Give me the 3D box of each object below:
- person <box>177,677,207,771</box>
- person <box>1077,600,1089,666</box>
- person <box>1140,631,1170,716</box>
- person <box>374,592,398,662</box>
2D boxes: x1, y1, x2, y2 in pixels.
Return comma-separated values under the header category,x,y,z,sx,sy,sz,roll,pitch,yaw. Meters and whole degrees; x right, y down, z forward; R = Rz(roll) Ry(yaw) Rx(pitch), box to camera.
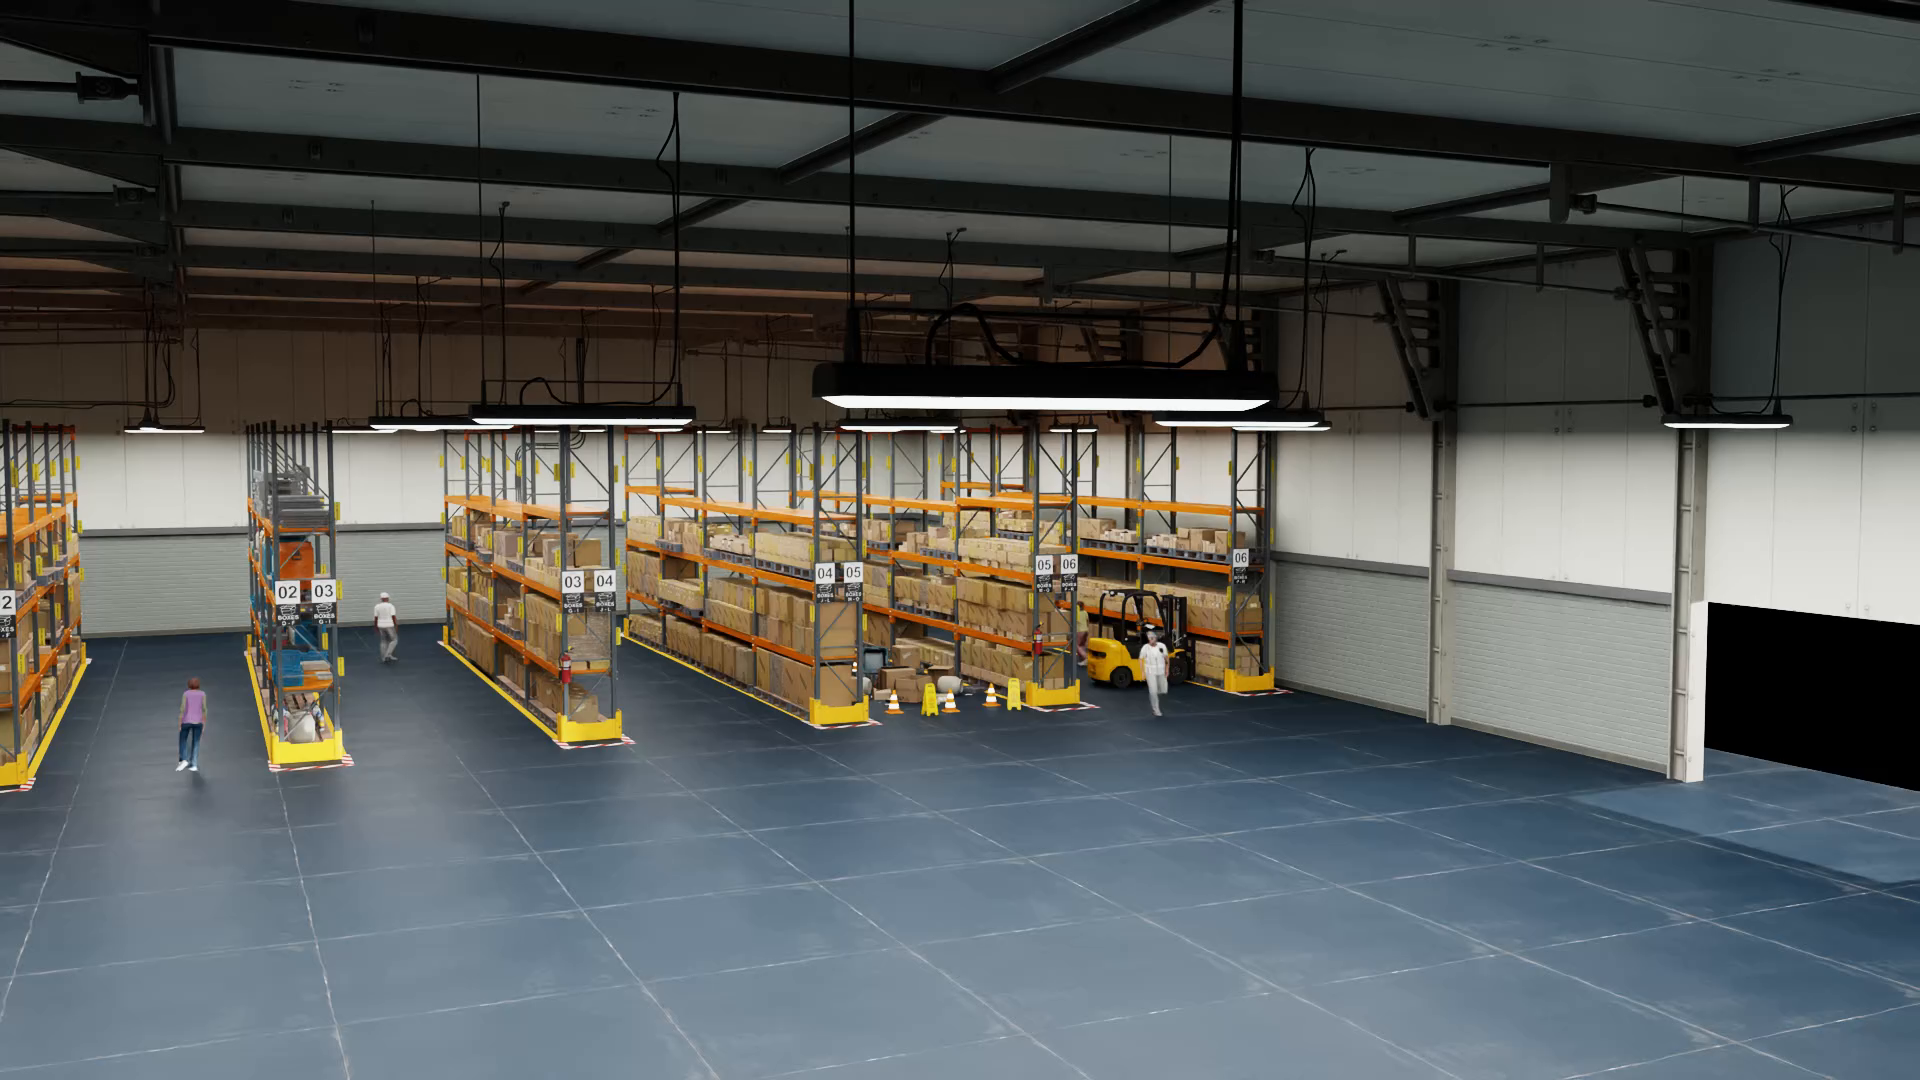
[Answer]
category,x,y,z,sx,sy,sz,roll,pitch,yaw
person,-13.136,3.139,28.422,0.497,1.600,0.348,-2,4,-25
person,3.079,2.327,41.500,0.525,1.623,0.610,-3,5,-44
person,4.006,2.726,34.215,0.594,1.736,0.623,-1,4,-9
person,-14.549,2.213,42.135,0.607,1.769,0.498,1,4,12
